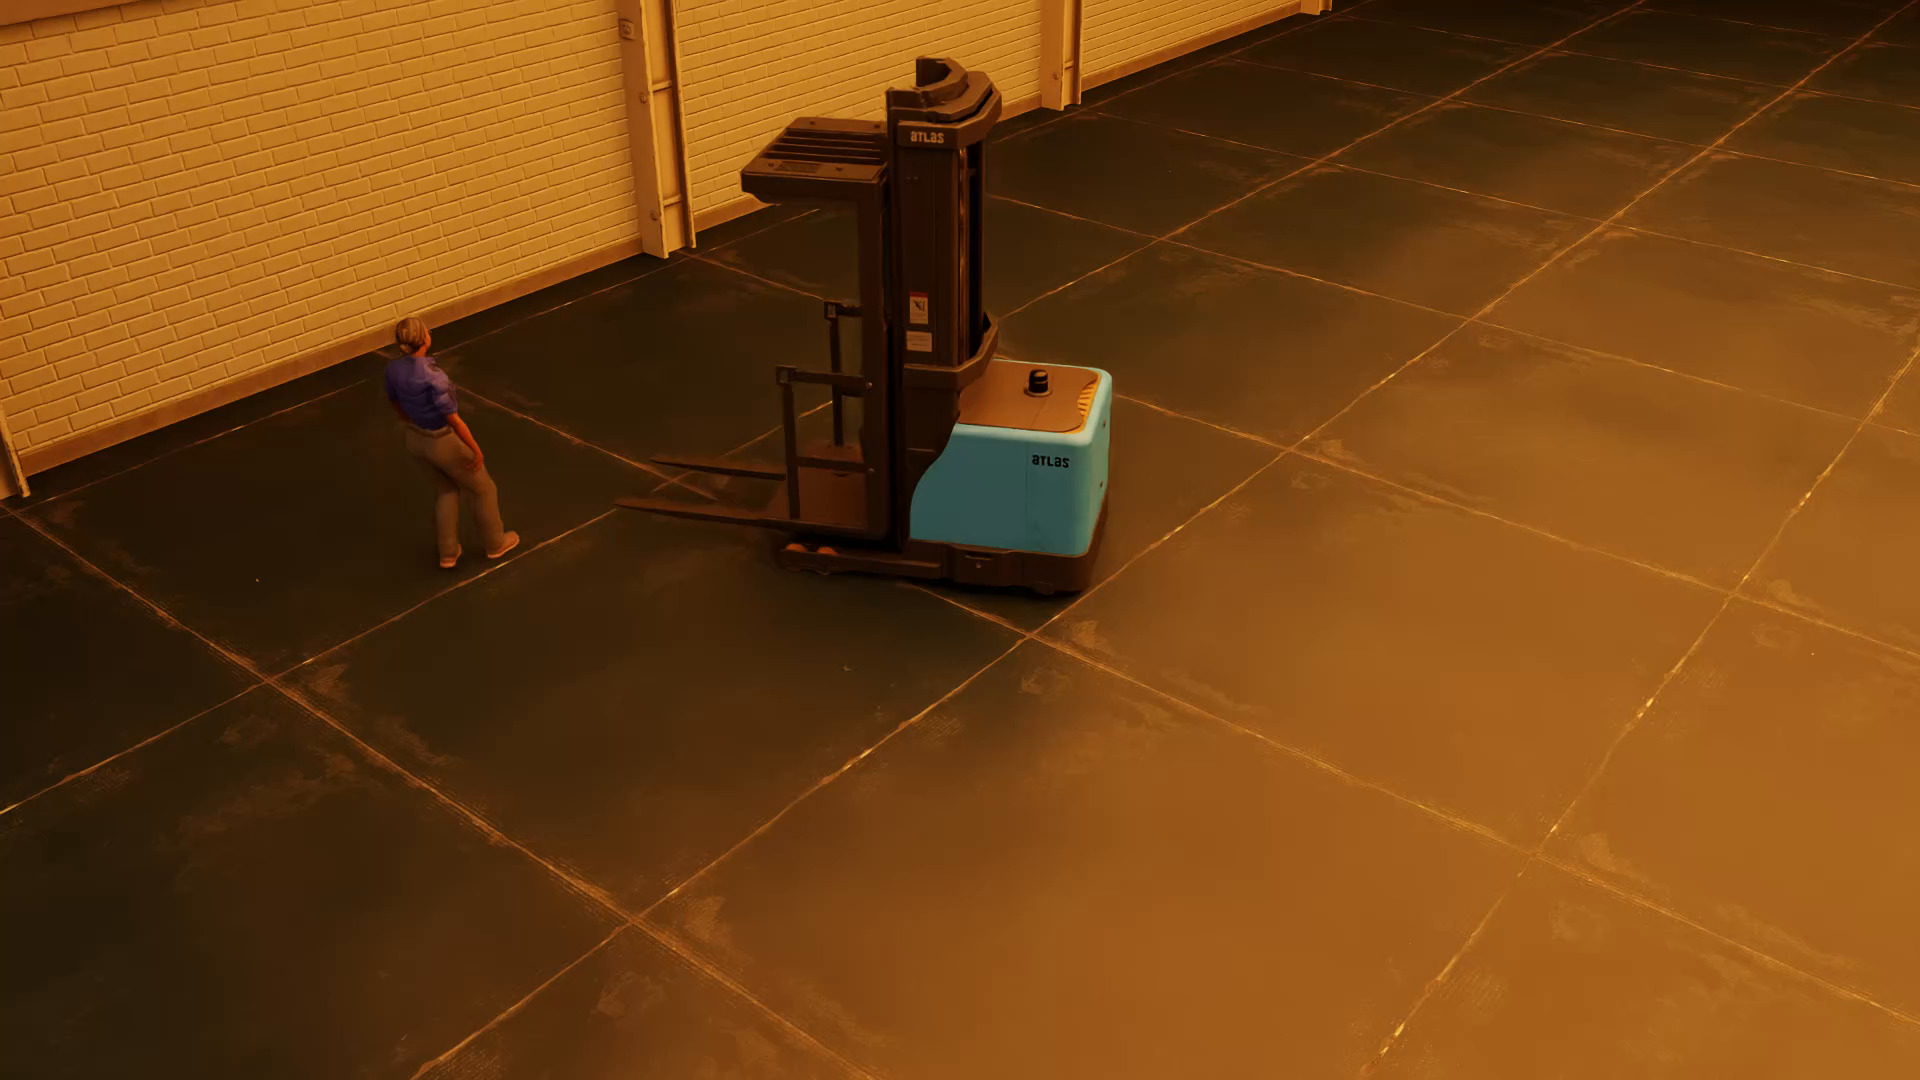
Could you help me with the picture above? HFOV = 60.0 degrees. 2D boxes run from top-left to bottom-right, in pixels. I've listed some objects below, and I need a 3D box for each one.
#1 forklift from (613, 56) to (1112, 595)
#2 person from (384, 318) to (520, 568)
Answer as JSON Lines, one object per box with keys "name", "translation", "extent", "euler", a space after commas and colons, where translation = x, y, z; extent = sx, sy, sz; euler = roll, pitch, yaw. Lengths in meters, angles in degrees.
{"name": "forklift", "translation": [-0.632, -1.307, 9.831], "extent": [3.031, 2.935, 1.130], "euler": [6, 31, 10]}
{"name": "person", "translation": [-3.023, -0.609, 9.943], "extent": [0.580, 1.646, 0.575], "euler": [16, 34, 26]}
